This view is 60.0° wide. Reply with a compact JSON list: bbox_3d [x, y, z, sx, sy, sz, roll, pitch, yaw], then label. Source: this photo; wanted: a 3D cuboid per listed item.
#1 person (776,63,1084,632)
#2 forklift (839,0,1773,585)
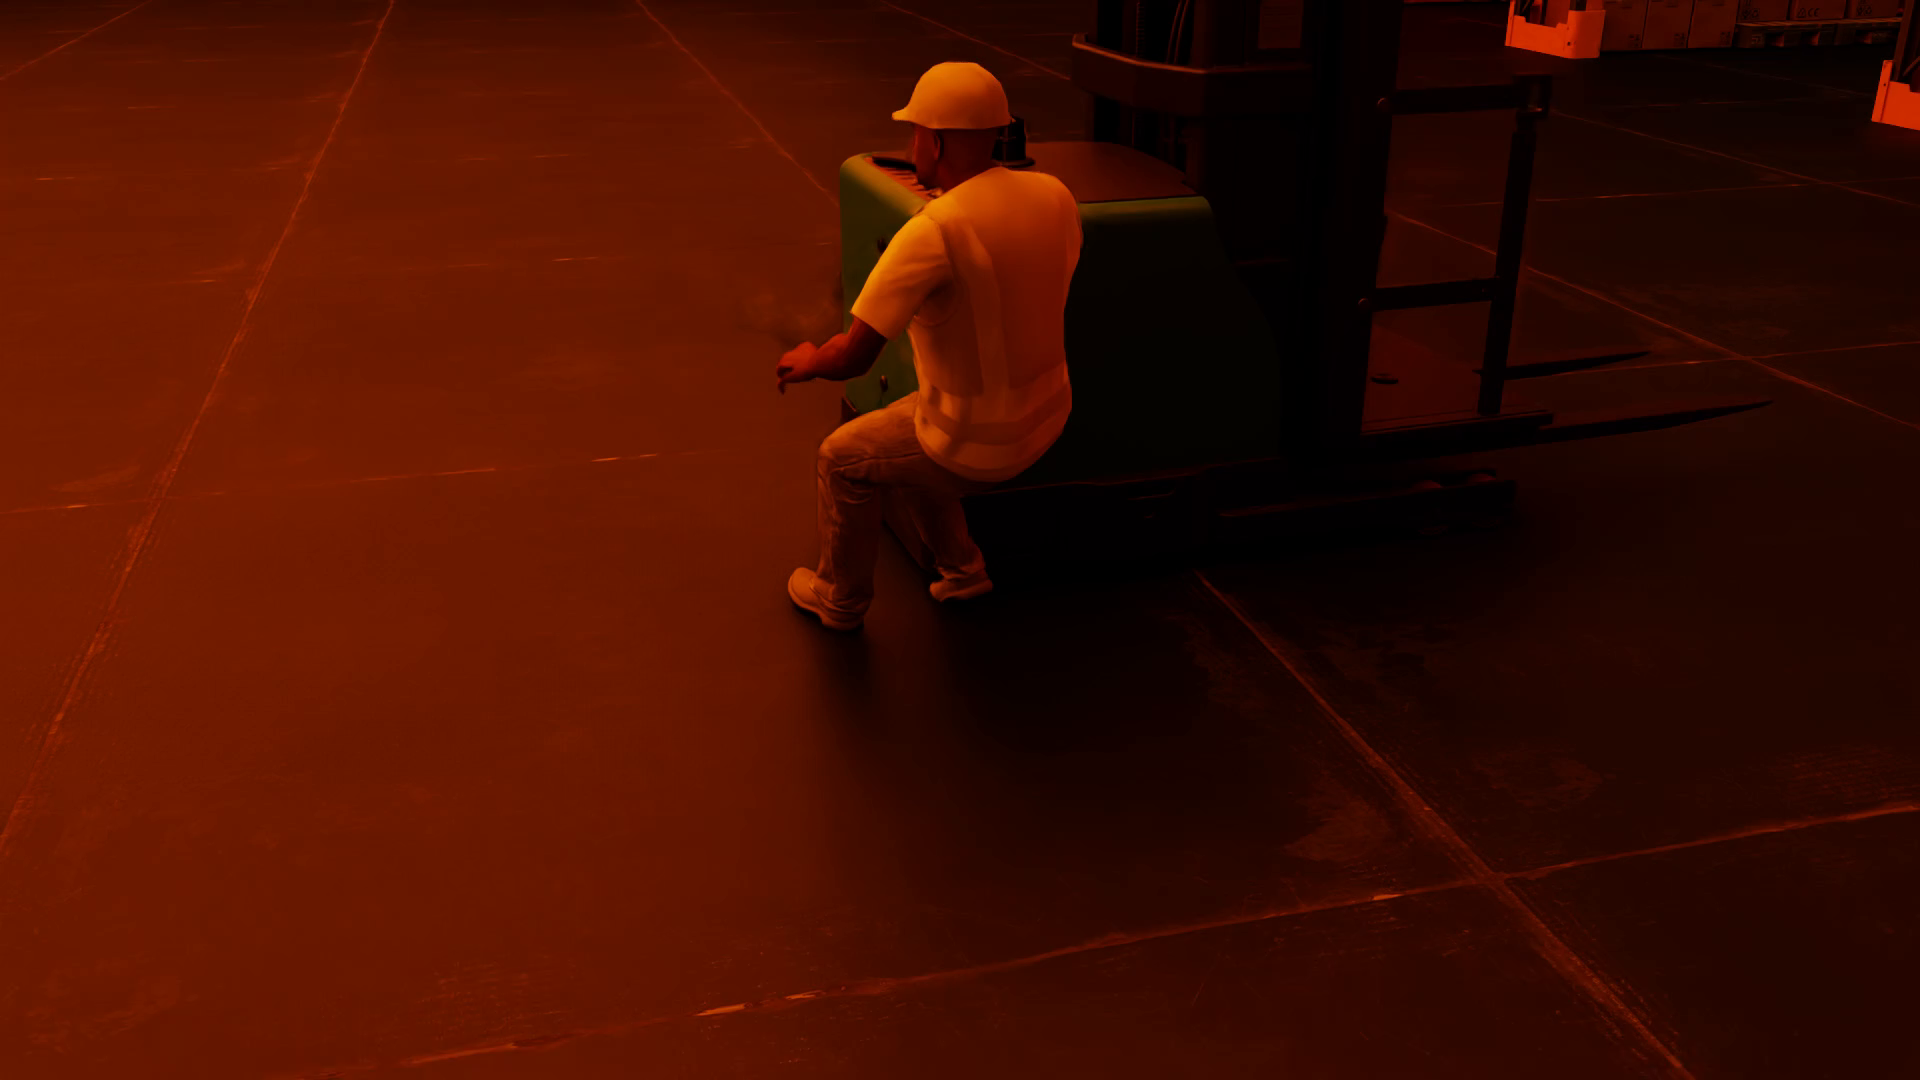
[{"bbox_3d":[-0.149,-0.406,4.128,0.875,1.541,0.861,14,27,30],"label":"person"},{"bbox_3d":[1.192,-1.551,4.953,3.031,2.935,1.130,-7,24,-17],"label":"forklift"}]
